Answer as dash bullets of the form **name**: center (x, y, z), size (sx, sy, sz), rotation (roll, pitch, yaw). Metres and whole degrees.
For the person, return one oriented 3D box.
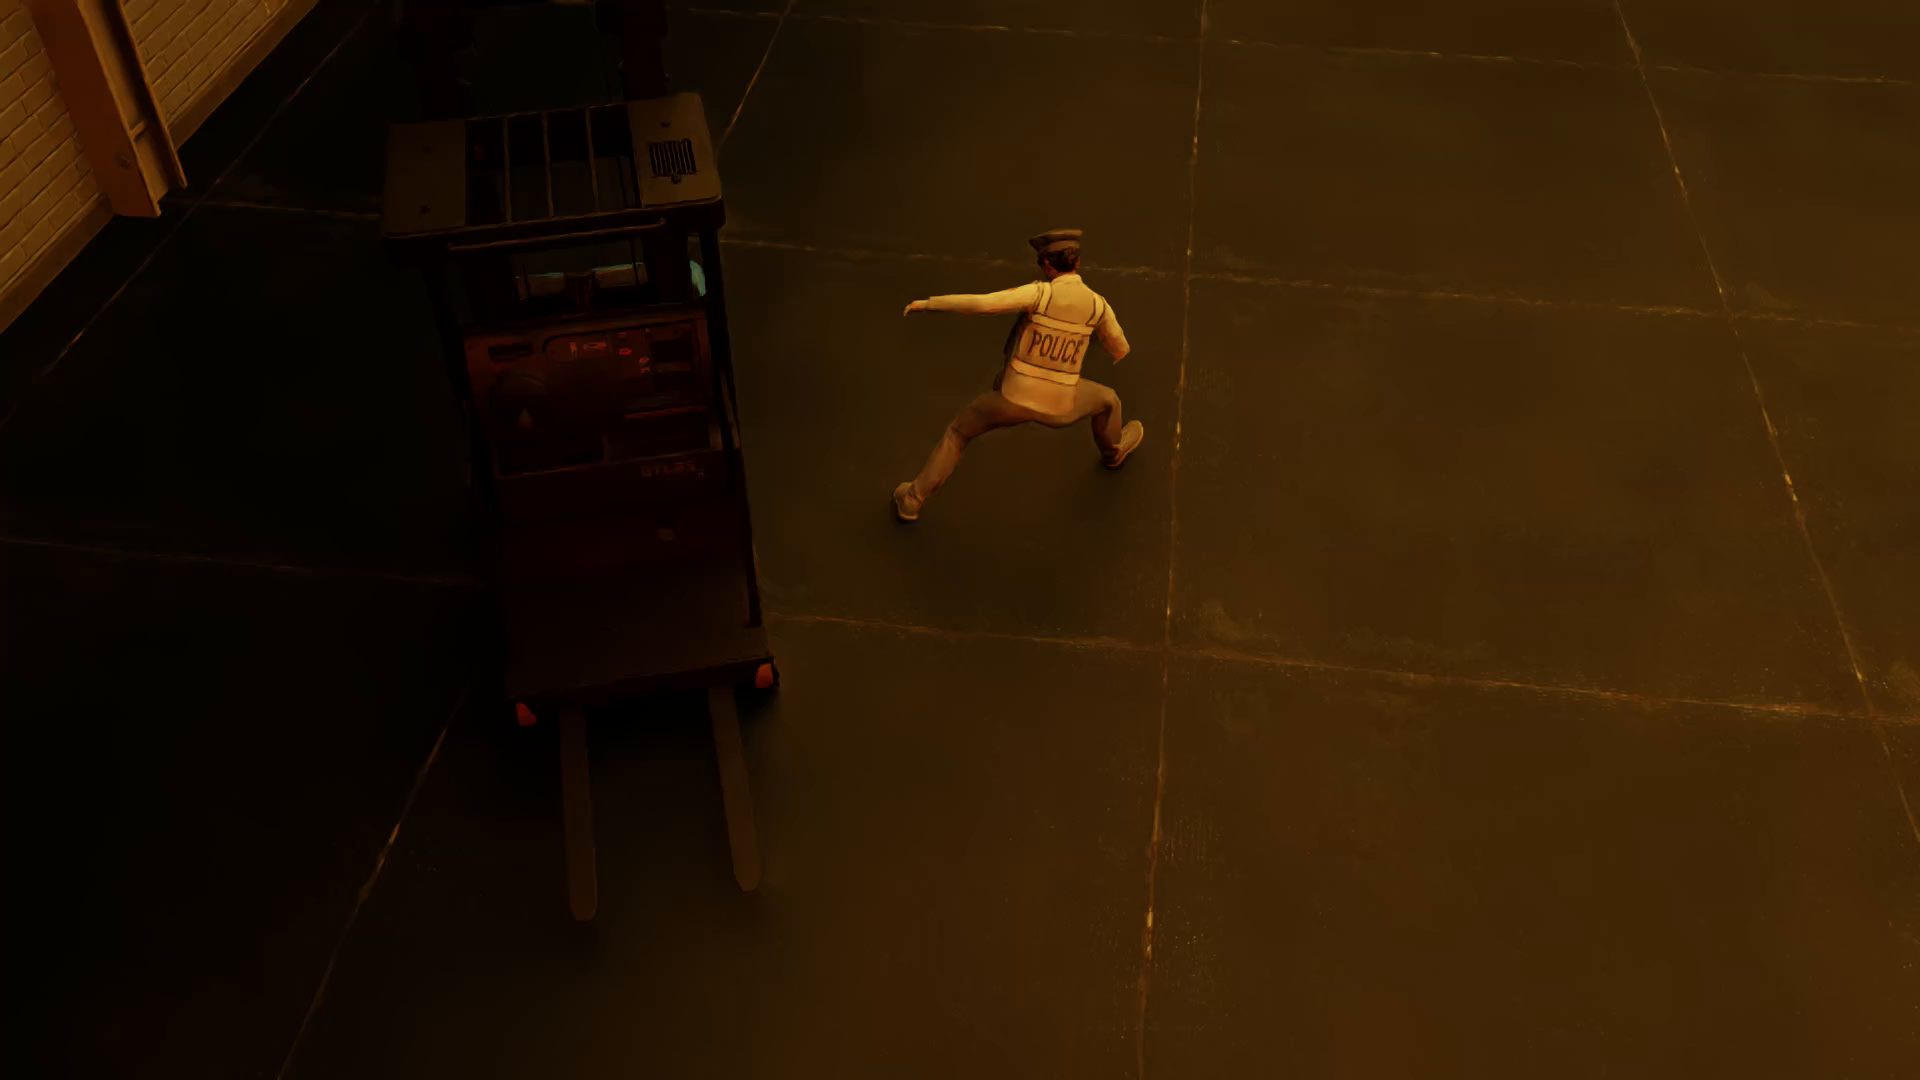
- **person**: center (0.299, -0.786, 7.728), size (1.232, 1.393, 0.727), rotation (1, 43, 1)

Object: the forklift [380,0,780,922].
- **forklift**: center (-1.396, -0.575, 6.350), size (1.130, 2.935, 3.031), rotation (-8, 43, -9)
